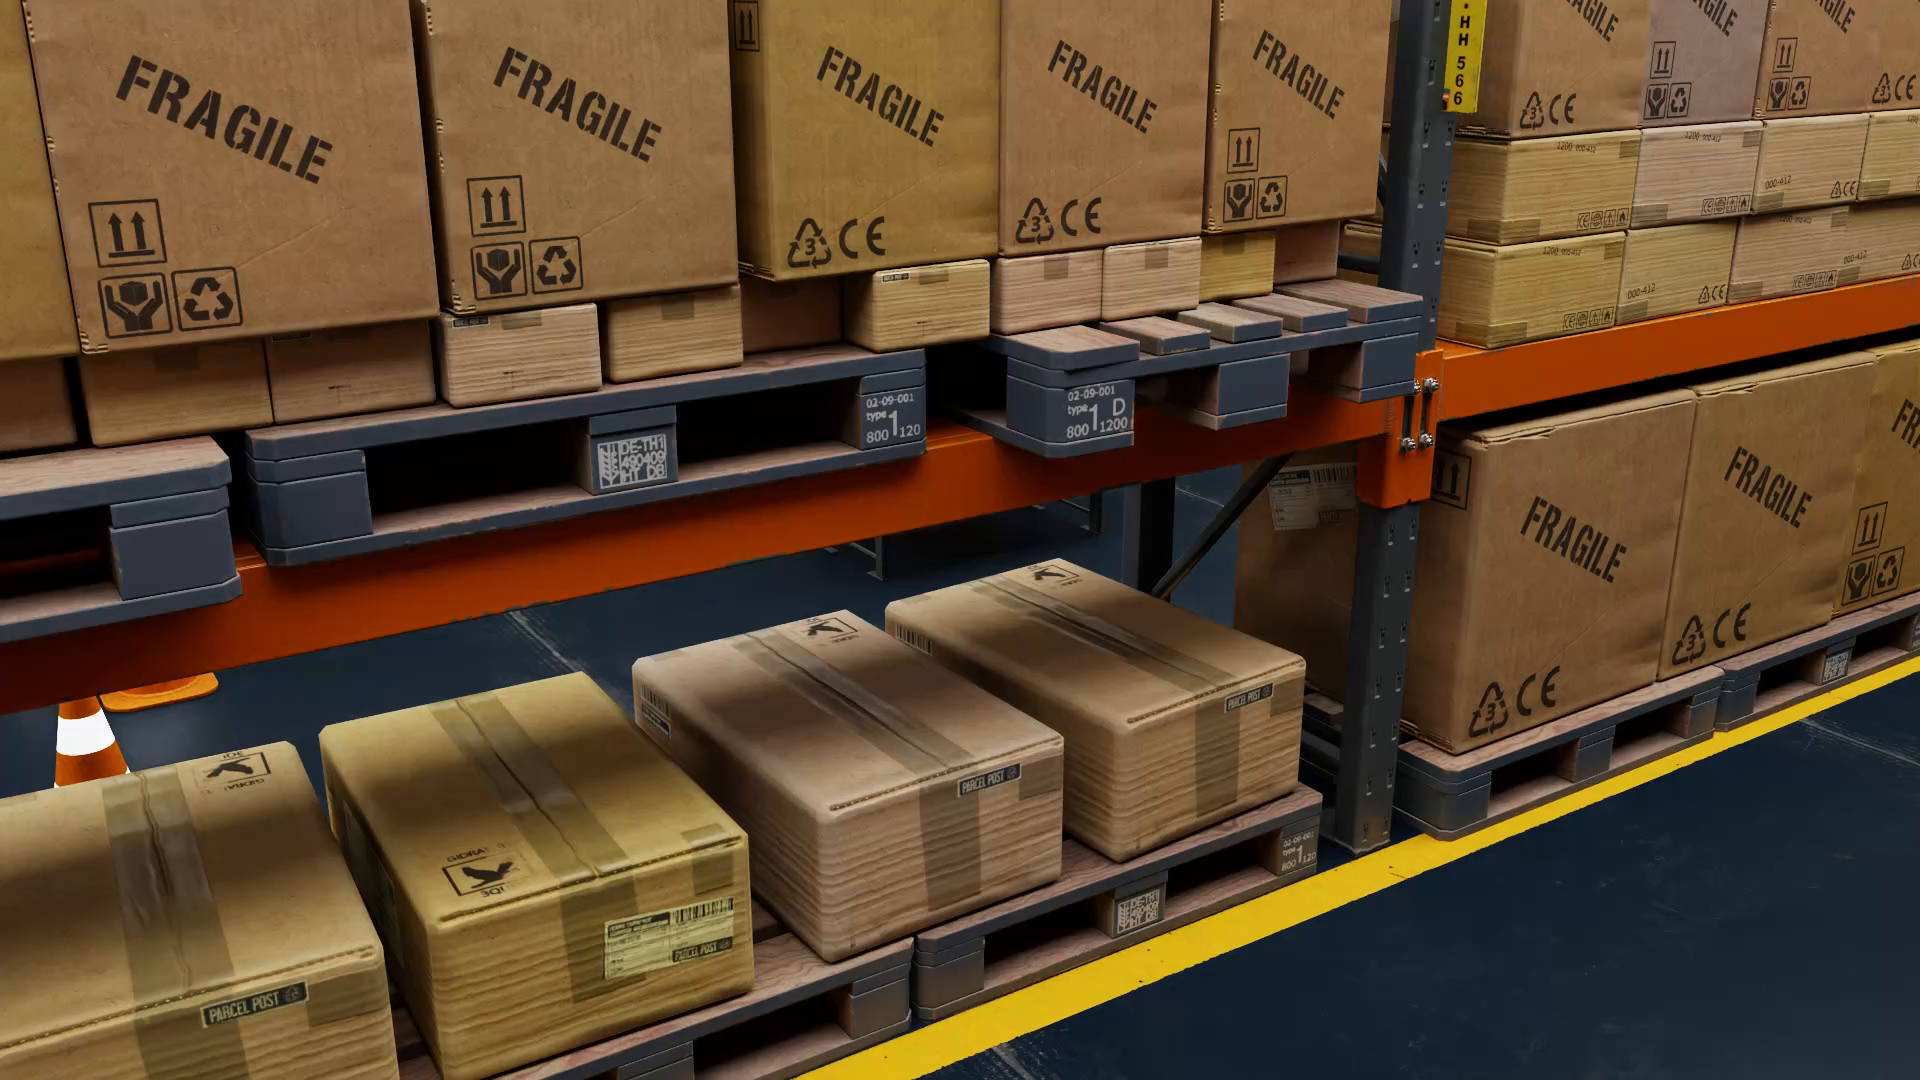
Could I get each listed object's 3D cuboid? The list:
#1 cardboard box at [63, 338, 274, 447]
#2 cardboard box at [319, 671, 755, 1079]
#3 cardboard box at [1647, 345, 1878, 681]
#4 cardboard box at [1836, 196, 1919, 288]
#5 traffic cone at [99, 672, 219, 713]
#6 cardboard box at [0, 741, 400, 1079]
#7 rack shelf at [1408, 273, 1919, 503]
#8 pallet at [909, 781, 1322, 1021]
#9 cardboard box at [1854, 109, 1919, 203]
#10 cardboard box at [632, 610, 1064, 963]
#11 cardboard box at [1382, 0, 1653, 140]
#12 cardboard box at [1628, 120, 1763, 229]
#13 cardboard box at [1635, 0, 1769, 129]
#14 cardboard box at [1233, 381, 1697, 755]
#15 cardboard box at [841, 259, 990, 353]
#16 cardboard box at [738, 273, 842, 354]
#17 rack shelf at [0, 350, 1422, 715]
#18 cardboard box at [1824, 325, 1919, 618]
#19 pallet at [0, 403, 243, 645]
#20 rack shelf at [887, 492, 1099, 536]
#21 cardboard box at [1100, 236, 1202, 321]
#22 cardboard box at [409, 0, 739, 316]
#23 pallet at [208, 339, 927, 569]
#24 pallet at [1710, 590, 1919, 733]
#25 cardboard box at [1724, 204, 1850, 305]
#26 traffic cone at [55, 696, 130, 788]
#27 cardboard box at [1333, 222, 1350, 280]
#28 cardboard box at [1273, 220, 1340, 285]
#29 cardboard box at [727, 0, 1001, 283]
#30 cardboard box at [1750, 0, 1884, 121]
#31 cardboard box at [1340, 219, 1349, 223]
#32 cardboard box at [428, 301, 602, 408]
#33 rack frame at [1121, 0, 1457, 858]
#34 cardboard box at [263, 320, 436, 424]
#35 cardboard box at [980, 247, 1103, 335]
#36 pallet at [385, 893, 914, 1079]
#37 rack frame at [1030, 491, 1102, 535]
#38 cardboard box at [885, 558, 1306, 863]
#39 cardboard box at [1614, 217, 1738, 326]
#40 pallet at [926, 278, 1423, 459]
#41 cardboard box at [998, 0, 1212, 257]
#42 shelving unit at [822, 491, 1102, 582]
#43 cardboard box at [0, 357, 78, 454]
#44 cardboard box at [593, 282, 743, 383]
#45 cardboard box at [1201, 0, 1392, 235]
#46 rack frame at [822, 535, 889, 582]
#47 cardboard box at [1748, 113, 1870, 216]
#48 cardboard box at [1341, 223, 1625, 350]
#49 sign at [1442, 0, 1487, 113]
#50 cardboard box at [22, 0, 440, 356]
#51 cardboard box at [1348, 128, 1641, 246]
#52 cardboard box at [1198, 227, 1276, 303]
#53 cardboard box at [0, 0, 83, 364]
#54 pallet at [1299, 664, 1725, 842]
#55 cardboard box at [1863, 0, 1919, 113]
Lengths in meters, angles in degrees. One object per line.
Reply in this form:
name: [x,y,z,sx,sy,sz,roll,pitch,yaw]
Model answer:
cardboard box: [-1.256,-0.275,2.612,0.250,0.149,0.380,-12,22,-31]
cardboard box: [-0.922,0.666,3.539,0.625,0.372,0.950,-11,22,-30]
cardboard box: [2.173,-0.189,5.282,0.875,0.875,0.875,-12,22,-31]
cardboard box: [2.621,-0.963,5.143,0.500,0.250,0.500,-12,22,-31]
traffic cone: [-2.579,0.254,5.271,0.334,0.463,0.336,-12,22,-31]
cardboard box: [-1.502,0.789,3.175,0.625,0.372,0.950,-10,21,-28]
rack shelf: [2.474,-0.753,5.410,4.000,0.370,1.077,-12,22,-31]
pallet: [0.150,0.717,4.294,1.213,0.211,1.003,-12,22,-31]
cardboard box: [2.649,-1.191,5.038,0.500,0.250,0.500,-11,22,-30]
cardboard box: [-0.286,0.534,3.929,0.625,0.372,0.950,-12,22,-32]
cardboard box: [1.350,-1.284,4.140,0.500,0.500,0.500,-13,22,-33]
cardboard box: [1.795,-1.021,4.534,0.500,0.250,0.500,-11,22,-30]
cardboard box: [1.759,-1.373,4.407,0.500,0.500,0.500,-12,22,-31]
cardboard box: [1.426,-0.033,4.820,0.875,0.875,0.875,-12,22,-32]
cardboard box: [-0.148,-0.483,3.226,0.250,0.149,0.380,-11,22,-30]
cardboard box: [-0.427,-0.472,3.195,0.250,0.149,0.380,-12,22,-31]
rack shelf: [-0.867,-0.048,3.326,4.000,0.370,1.077,-12,22,-31]
cardboard box: [2.920,-0.346,5.747,0.875,0.875,0.875,-11,22,-30]
pallet: [-1.819,-0.041,2.483,1.213,0.211,1.003,-12,22,-31]
rack shelf: [0.006,-0.302,6.646,1.000,0.278,0.538,-12,22,-31]
cardboard box: [0.289,-0.577,3.506,0.250,0.149,0.380,-12,22,-32]
cardboard box: [-0.726,-0.695,2.840,0.500,0.500,0.500,-13,23,-34]
pallet: [-0.827,-0.291,3.220,1.213,0.211,1.003,-12,22,-31]
pallet: [2.521,0.248,5.683,1.213,0.211,1.003,-12,22,-31]
cardboard box: [2.211,-0.875,4.883,0.500,0.250,0.500,-11,22,-30]
traffic cone: [-2.272,0.572,4.329,0.334,0.463,0.336,-12,22,-31]
cardboard box: [1.083,-0.829,4.746,0.500,0.250,0.500,-13,23,-33]
cardboard box: [0.659,-0.700,3.869,0.250,0.149,0.380,-11,22,-29]
cardboard box: [-0.270,-0.791,3.123,0.500,0.500,0.500,-14,23,-35]
cardboard box: [2.199,-1.460,4.664,0.500,0.500,0.500,-11,22,-30]
cardboard box: [1.068,-1.060,4.650,0.500,0.250,0.500,-12,22,-32]
cardboard box: [-0.798,-0.351,2.837,0.250,0.149,0.380,-11,22,-29]
rack frame: [0.803,-0.741,4.253,0.127,3.000,1.000,-12,22,-31]
cardboard box: [-1.049,-0.318,2.740,0.250,0.149,0.380,-12,22,-31]
cardboard box: [0.075,-0.535,3.381,0.250,0.149,0.380,-13,23,-34]
pallet: [-0.868,0.931,3.662,1.213,0.211,1.003,-12,22,-31]
rack frame: [0.430,-0.624,6.833,0.032,1.125,0.500,-12,22,-31]
cardboard box: [0.326,0.402,4.320,0.625,0.372,0.950,-14,23,-35]
cardboard box: [1.770,-0.784,4.615,0.500,0.250,0.500,-13,22,-33]
pallet: [0.267,-0.496,3.828,1.003,0.211,1.213,-12,22,-31]
cardboard box: [0.151,-0.880,3.387,0.500,0.500,0.500,-12,22,-32]
shelving unit: [0.006,-0.534,6.568,1.048,1.125,0.538,-12,22,-31]
cardboard box: [-1.494,-0.241,2.511,0.250,0.149,0.380,-10,21,-28]
cardboard box: [-0.591,-0.406,2.999,0.250,0.149,0.380,-13,22,-33]
cardboard box: [0.577,-0.974,3.665,0.500,0.500,0.500,-13,22,-33]
rack frame: [-0.419,-0.445,6.303,0.032,1.125,0.500,-12,22,-31]
cardboard box: [2.218,-1.105,4.784,0.500,0.250,0.500,-12,22,-32]
cardboard box: [1.351,-0.689,4.333,0.500,0.250,0.500,-12,22,-32]
sign: [1.110,-1.109,3.656,0.005,0.325,0.100,-12,22,-31]
cardboard box: [-1.150,-0.601,2.564,0.500,0.500,0.500,-12,22,-32]
cardboard box: [1.362,-0.930,4.266,0.500,0.250,0.500,-12,22,-32]
cardboard box: [0.475,-0.634,3.672,0.250,0.149,0.380,-12,22,-31]
cardboard box: [-1.570,-0.518,2.317,0.500,0.500,0.500,-12,22,-31]
pallet: [1.503,0.461,5.051,1.213,0.211,1.003,-12,22,-31]
cardboard box: [2.623,-1.548,4.924,0.500,0.500,0.500,-12,22,-31]
